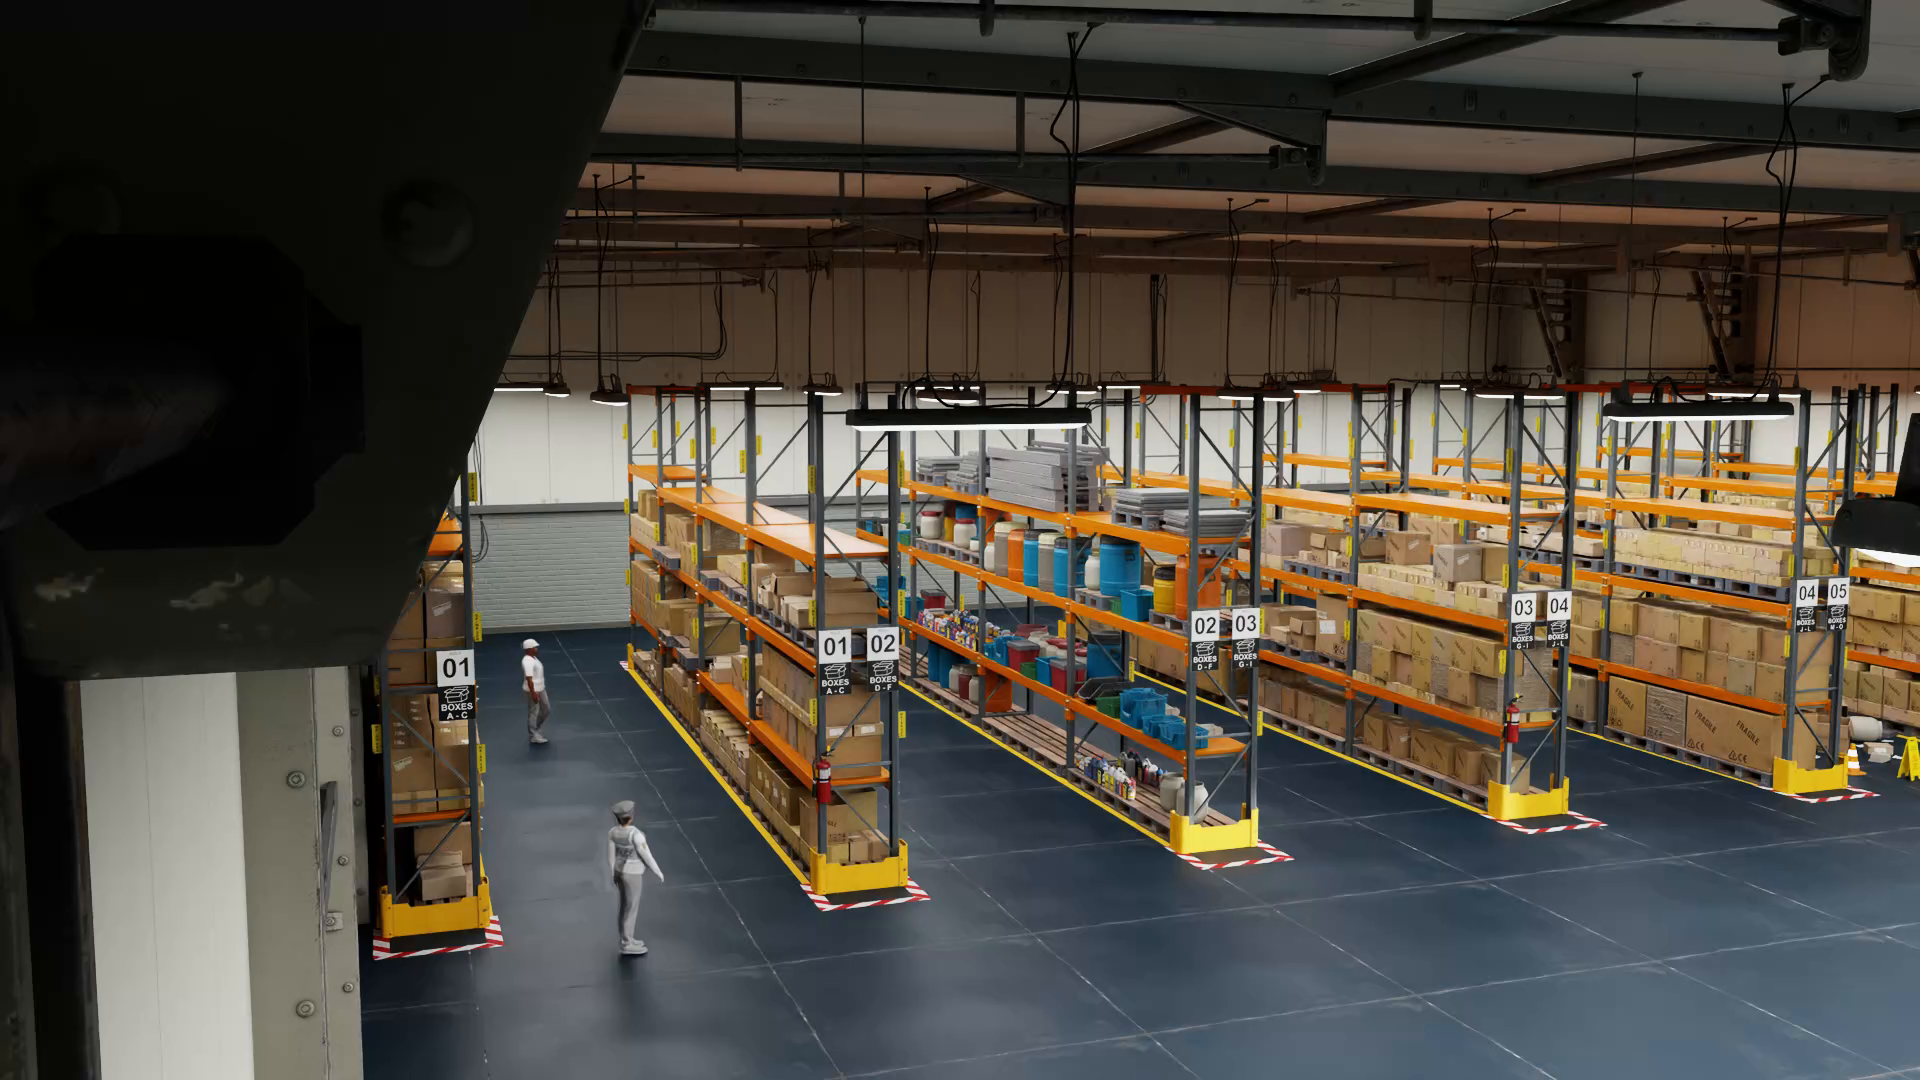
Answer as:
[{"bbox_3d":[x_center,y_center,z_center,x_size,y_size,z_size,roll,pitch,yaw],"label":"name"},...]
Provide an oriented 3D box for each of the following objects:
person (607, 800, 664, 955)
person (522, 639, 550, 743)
[{"bbox_3d":[-3.519,3.641,18.023,0.553,1.684,0.514,-4,7,-37],"label":"person"},{"bbox_3d":[-7.209,2.552,28.215,0.474,1.768,0.625,1,6,10],"label":"person"}]
